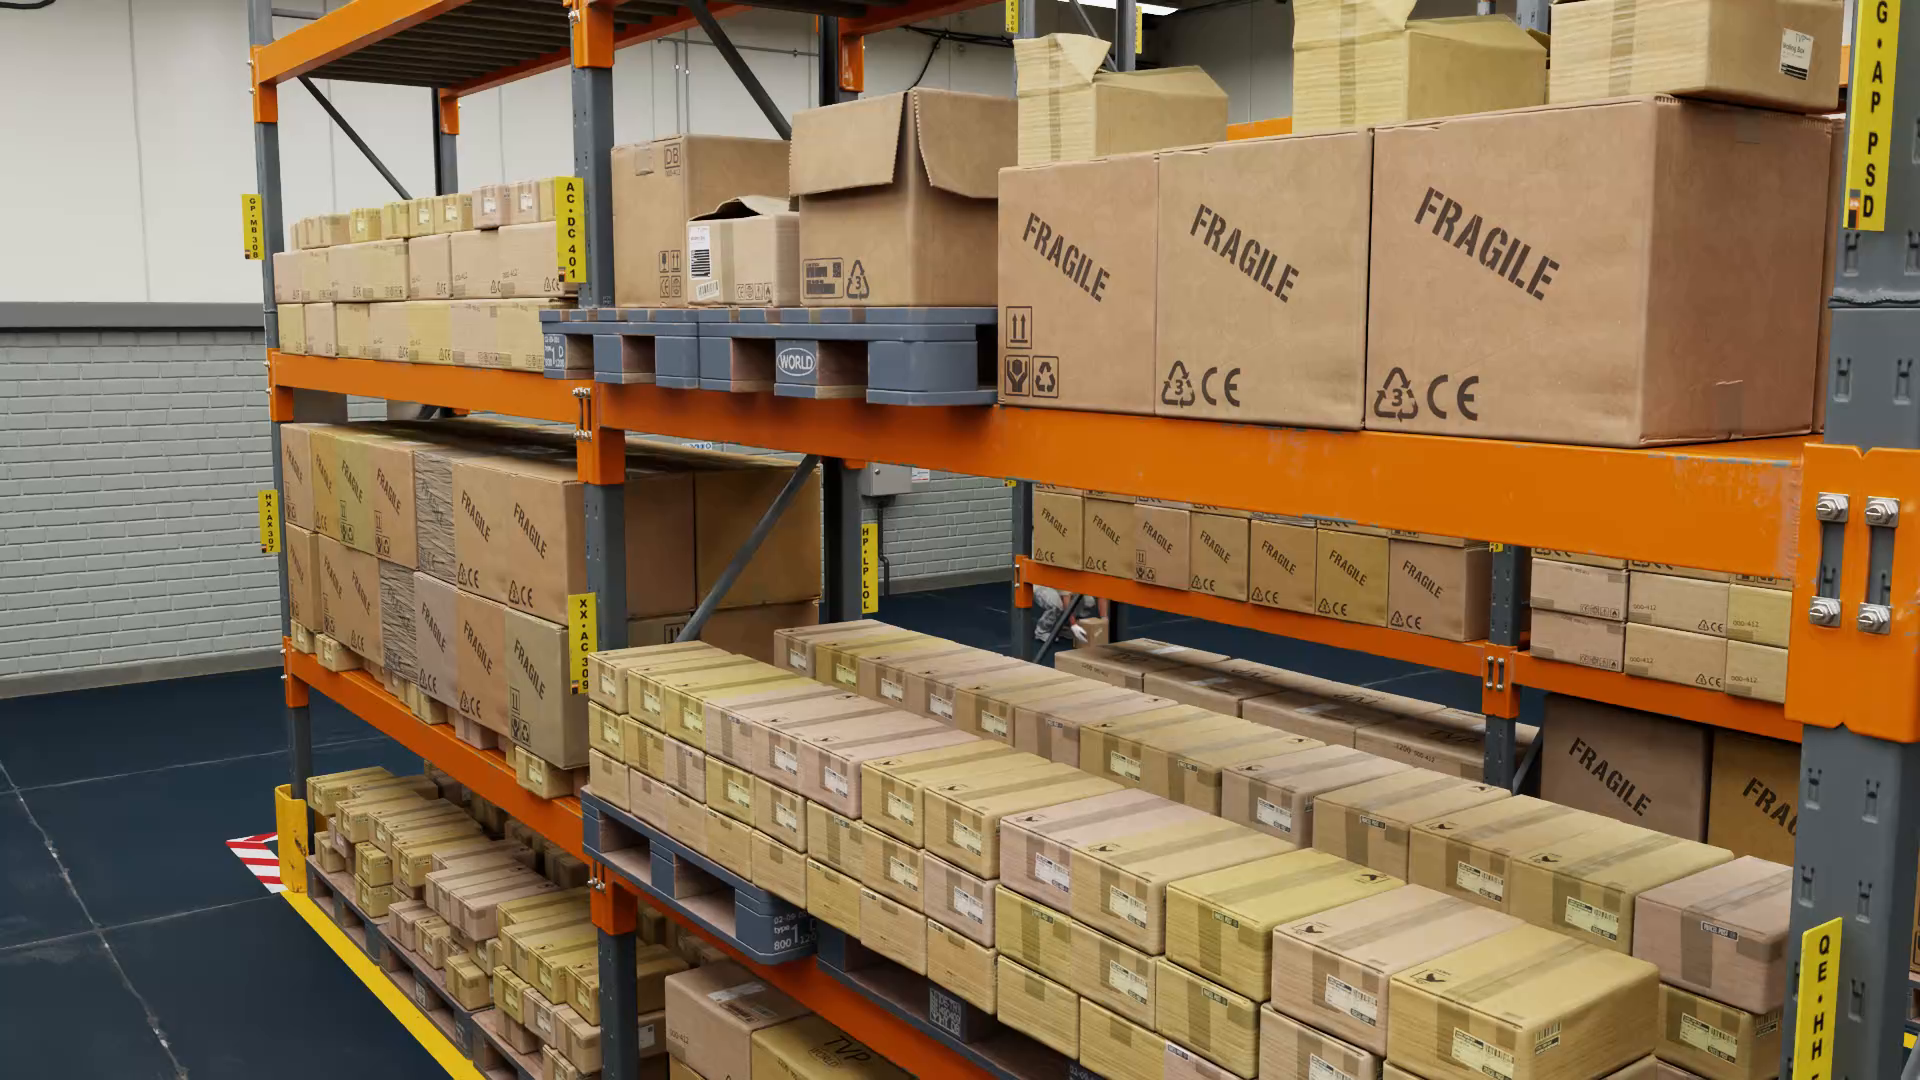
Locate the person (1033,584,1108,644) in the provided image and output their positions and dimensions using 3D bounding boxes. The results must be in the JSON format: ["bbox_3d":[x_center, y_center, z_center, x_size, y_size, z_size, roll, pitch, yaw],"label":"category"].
[{"bbox_3d":[1.013,0.488,15.355,0.576,0.921,0.911,-6,9,-36],"label":"person"}]
